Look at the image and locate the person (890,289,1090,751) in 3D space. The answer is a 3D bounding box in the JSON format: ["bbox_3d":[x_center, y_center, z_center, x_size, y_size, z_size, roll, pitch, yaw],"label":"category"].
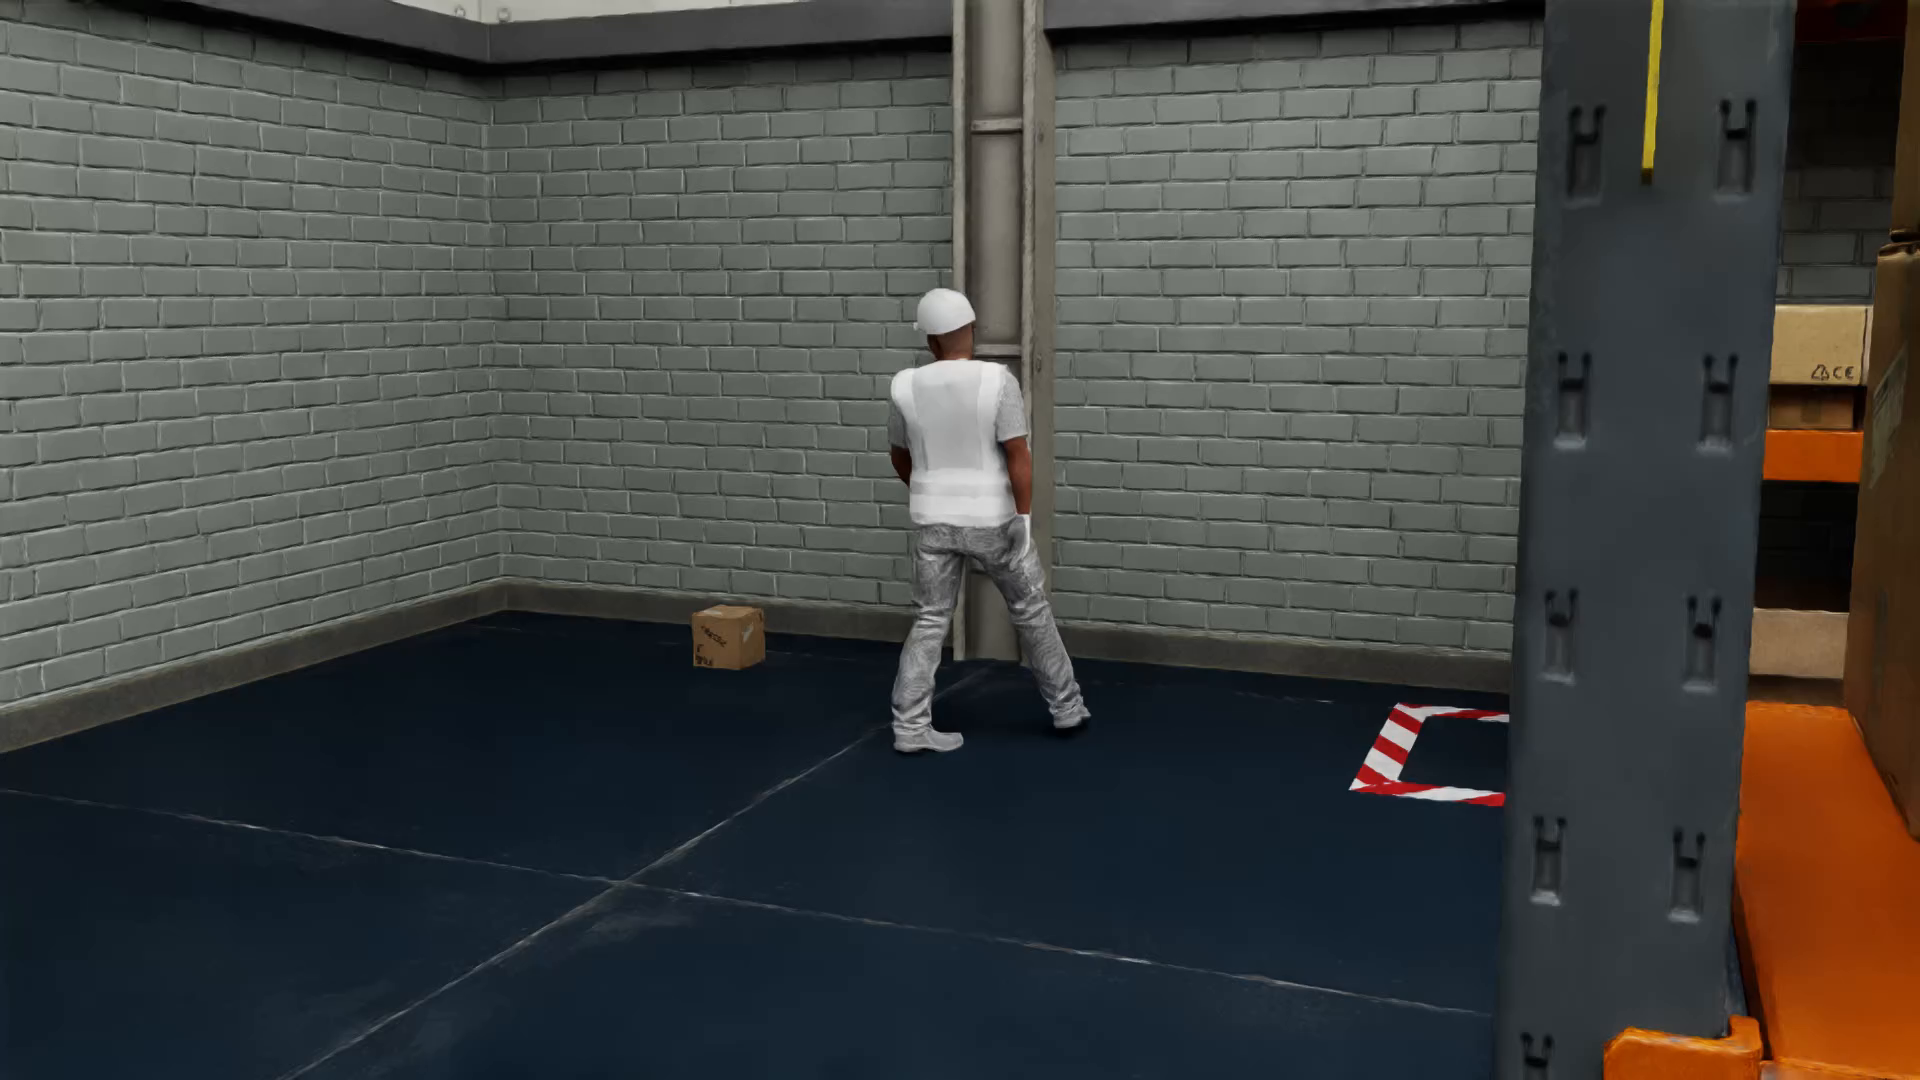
[{"bbox_3d":[0.116,-0.077,6.430,0.728,1.748,0.679,2,9,13],"label":"person"}]
